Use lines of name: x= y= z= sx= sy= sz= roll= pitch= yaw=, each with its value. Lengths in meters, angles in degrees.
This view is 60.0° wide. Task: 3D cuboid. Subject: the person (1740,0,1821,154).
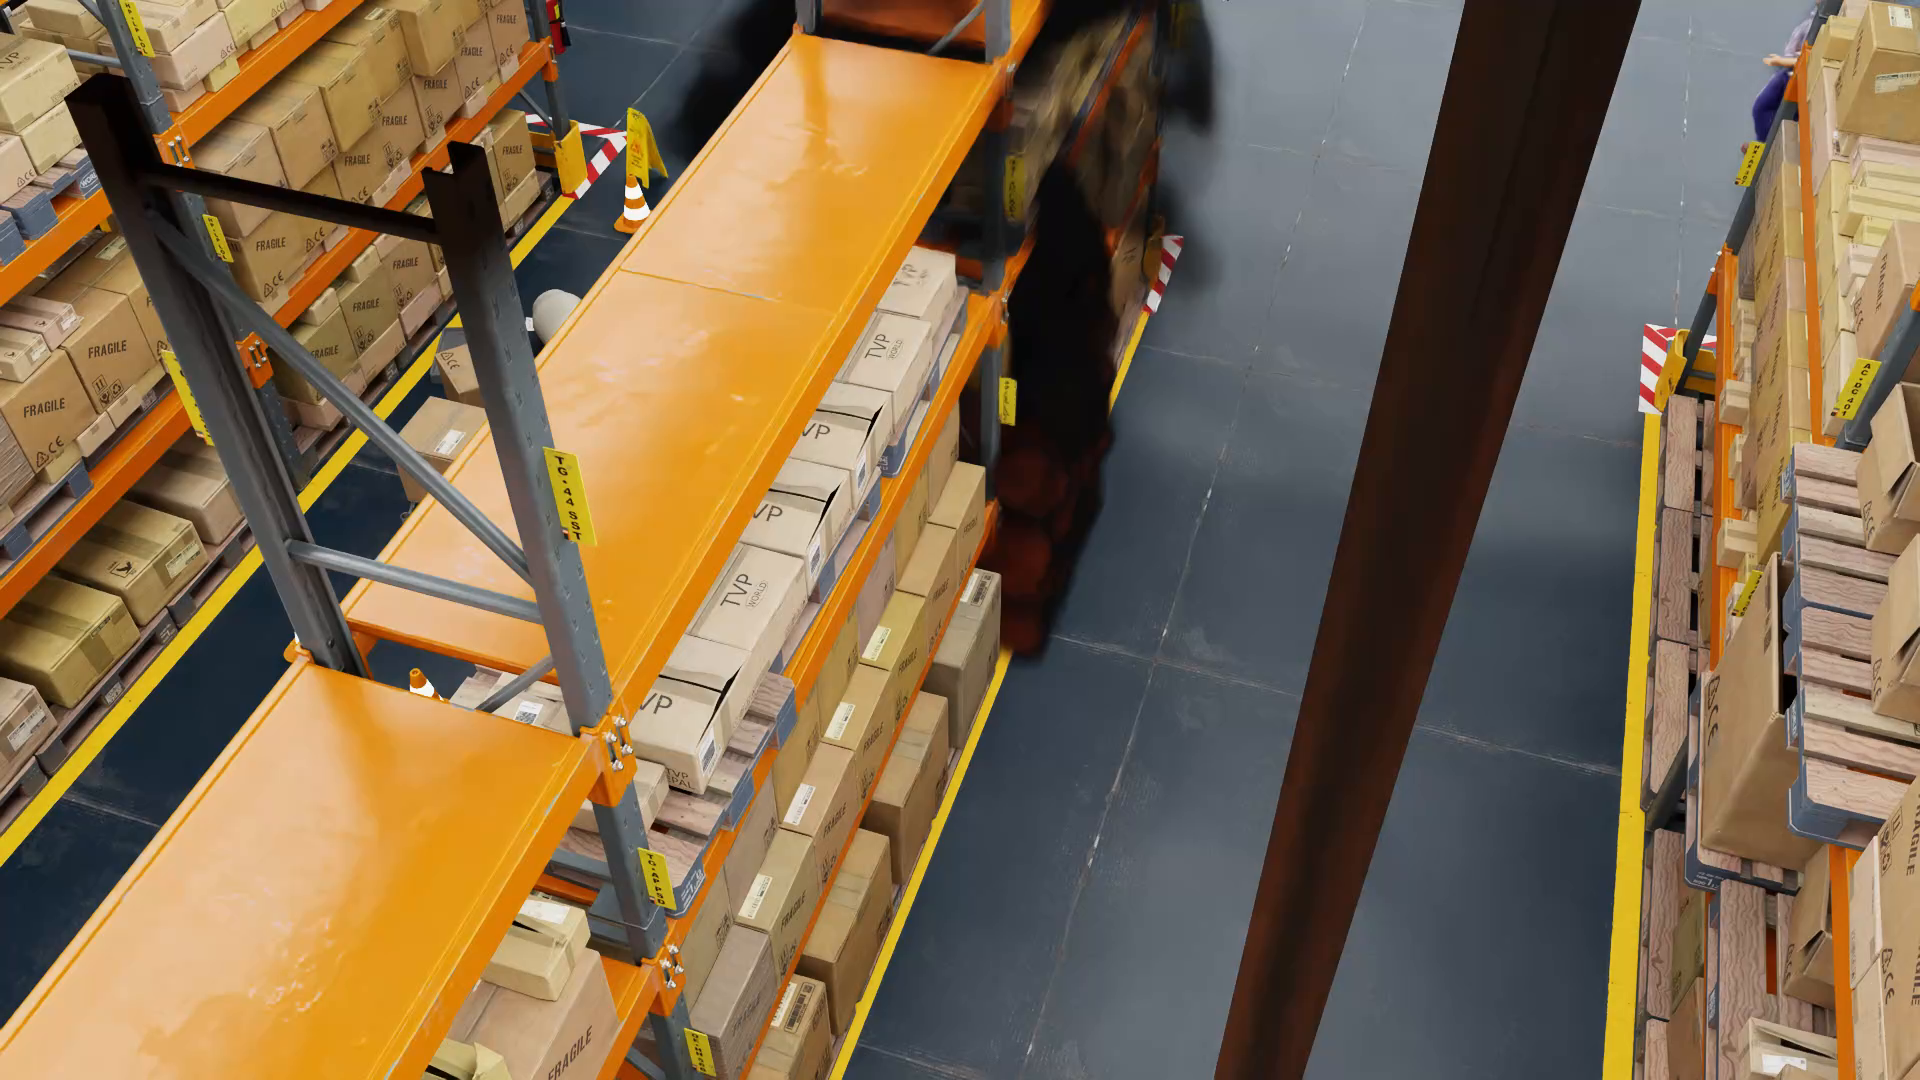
person: x=6.982 y=-3.846 z=13.773 sx=0.605 sy=1.587 sz=0.578 roll=-32 pitch=54 yaw=-27
